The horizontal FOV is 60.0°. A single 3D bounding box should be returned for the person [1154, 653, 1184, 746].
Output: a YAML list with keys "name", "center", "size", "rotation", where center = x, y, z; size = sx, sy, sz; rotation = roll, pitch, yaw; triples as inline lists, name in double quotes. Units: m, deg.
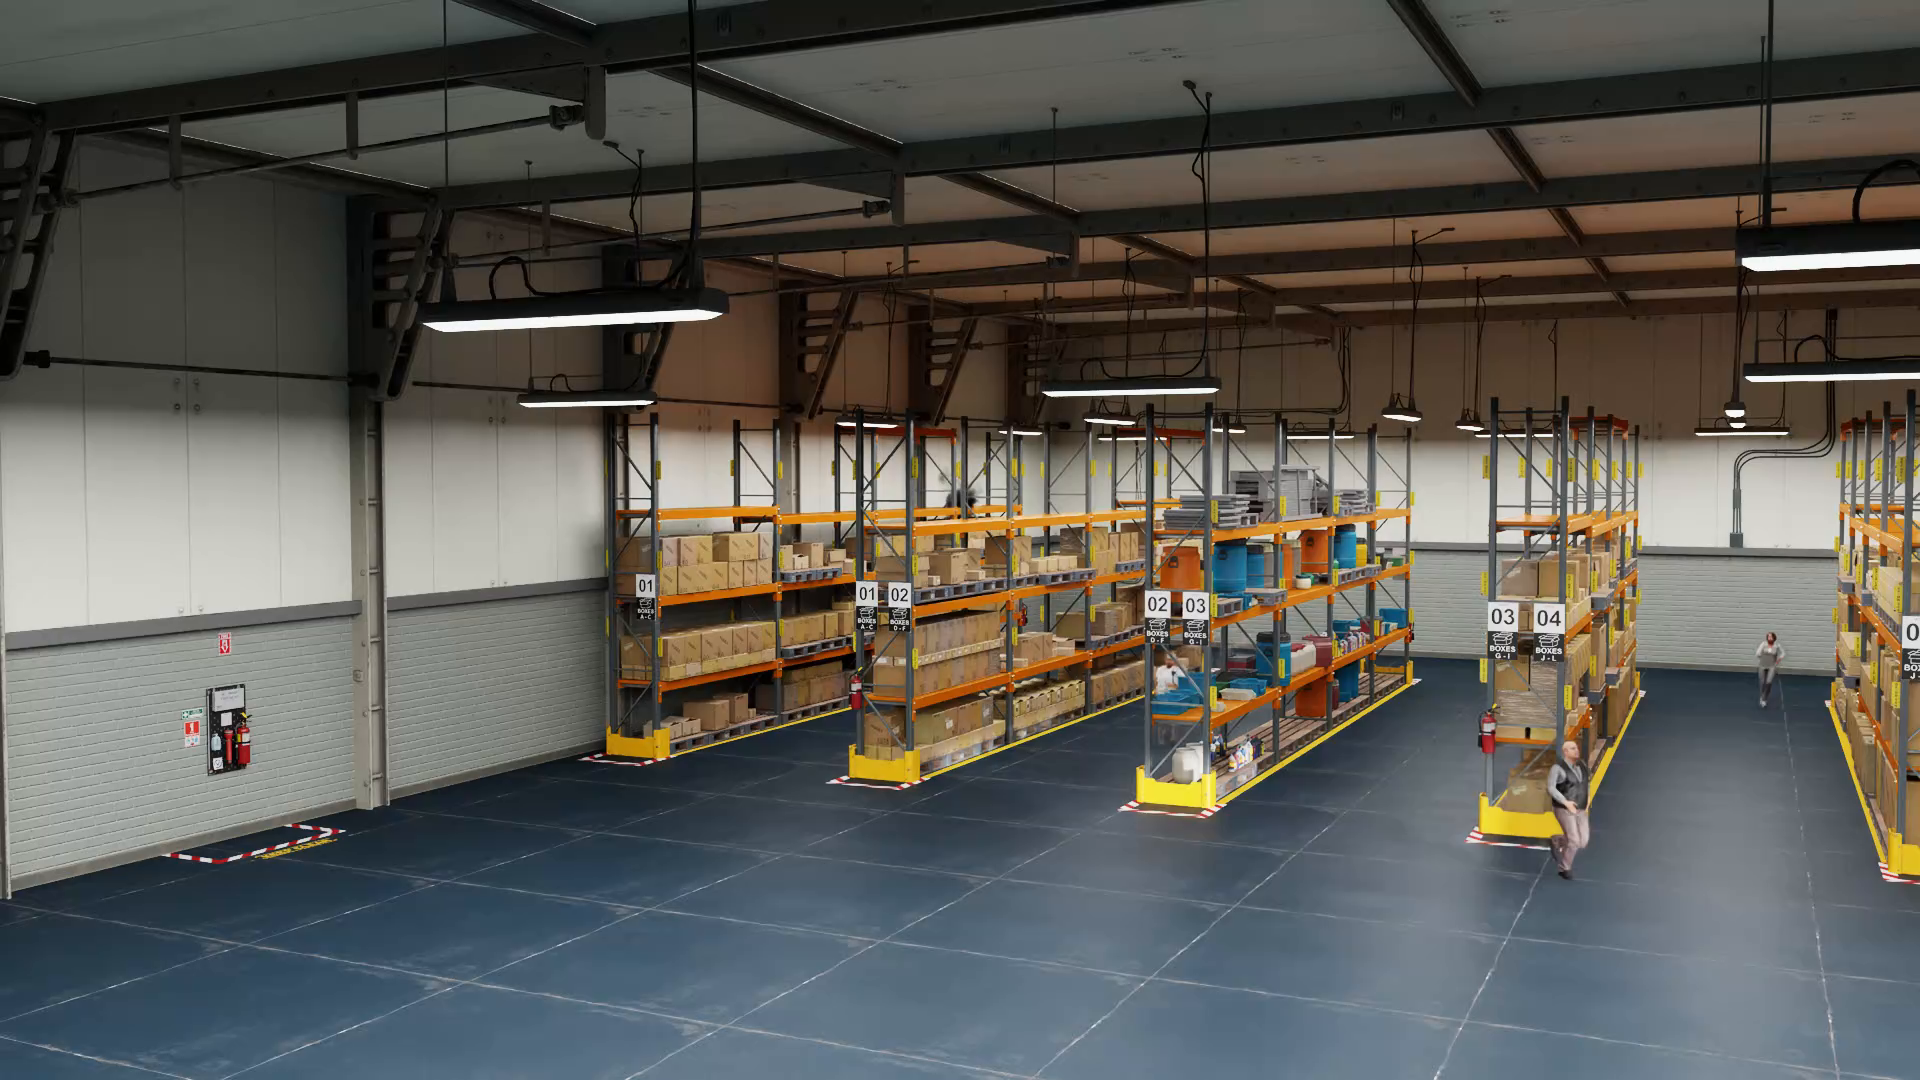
- name: "person"
  center: [3.793, 2.908, 30.273]
  size: [0.572, 1.716, 0.720]
  rotation: [1, 2, 16]

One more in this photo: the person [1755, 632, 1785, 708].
- name: "person"
  center: [17.053, 2.743, 35.049]
  size: [0.536, 1.625, 0.673]
  rotation: [2, 3, 37]

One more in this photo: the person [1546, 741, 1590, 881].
- name: "person"
  center: [7.484, 3.308, 20.481]
  size: [0.684, 1.696, 0.647]
  rotation: [-1, 3, -24]
